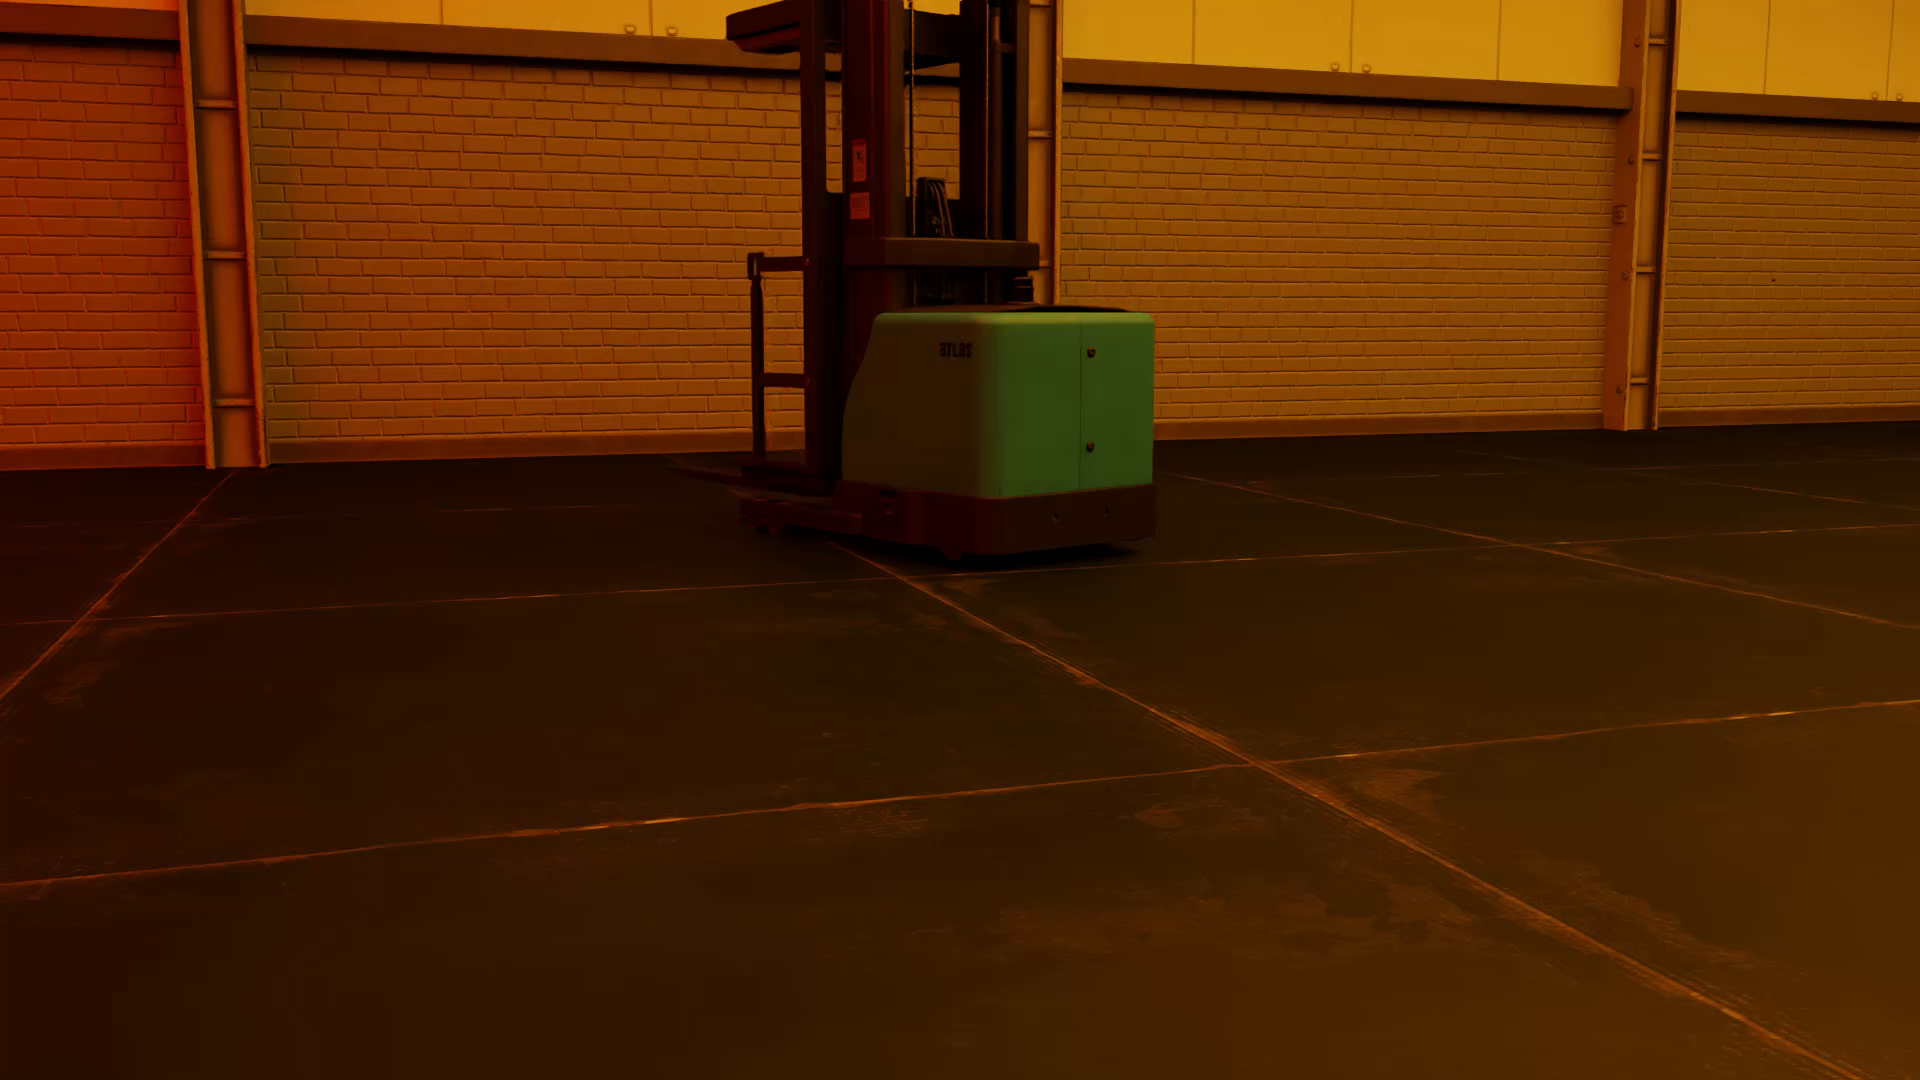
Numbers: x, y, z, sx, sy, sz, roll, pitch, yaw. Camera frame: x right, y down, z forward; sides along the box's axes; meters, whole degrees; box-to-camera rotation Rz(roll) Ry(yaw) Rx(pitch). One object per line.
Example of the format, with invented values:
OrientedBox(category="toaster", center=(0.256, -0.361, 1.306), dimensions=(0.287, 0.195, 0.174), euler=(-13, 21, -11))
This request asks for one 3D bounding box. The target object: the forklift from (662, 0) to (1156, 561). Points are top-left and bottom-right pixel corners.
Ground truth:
OrientedBox(category="forklift", center=(-0.442, -1.513, 8.174), dimensions=(1.130, 2.935, 3.031), euler=(-6, 10, -39))
